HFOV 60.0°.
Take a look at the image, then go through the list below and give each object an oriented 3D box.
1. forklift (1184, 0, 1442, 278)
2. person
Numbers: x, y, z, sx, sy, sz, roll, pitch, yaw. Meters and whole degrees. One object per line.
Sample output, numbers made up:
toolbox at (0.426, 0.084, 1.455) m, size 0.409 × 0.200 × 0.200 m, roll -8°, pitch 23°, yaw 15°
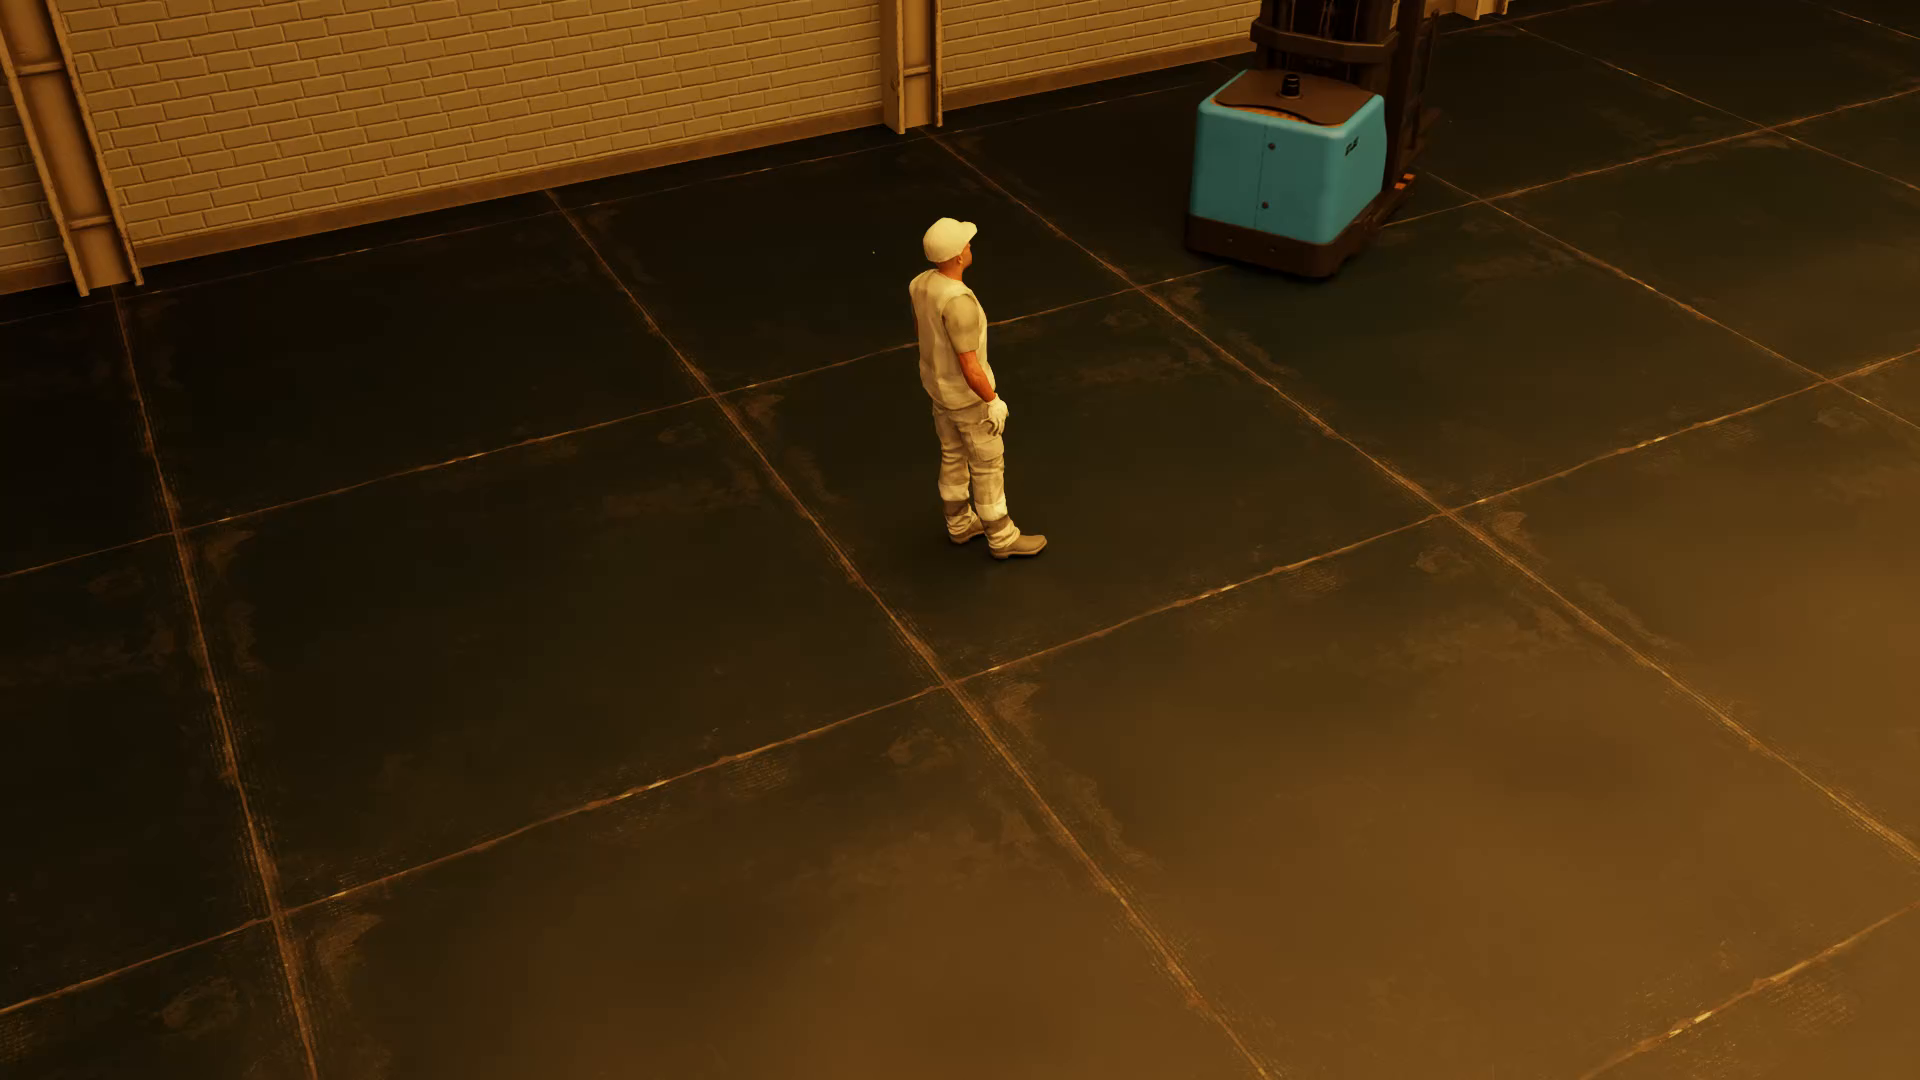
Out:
forklift at (2.721, -3.751, 11.429) m, size 1.130 × 2.935 × 3.031 m, roll 19°, pitch 39°, yaw 25°
person at (0.077, -0.753, 8.164) m, size 0.562 × 1.790 × 0.637 m, roll -17°, pitch 39°, yaw -23°
